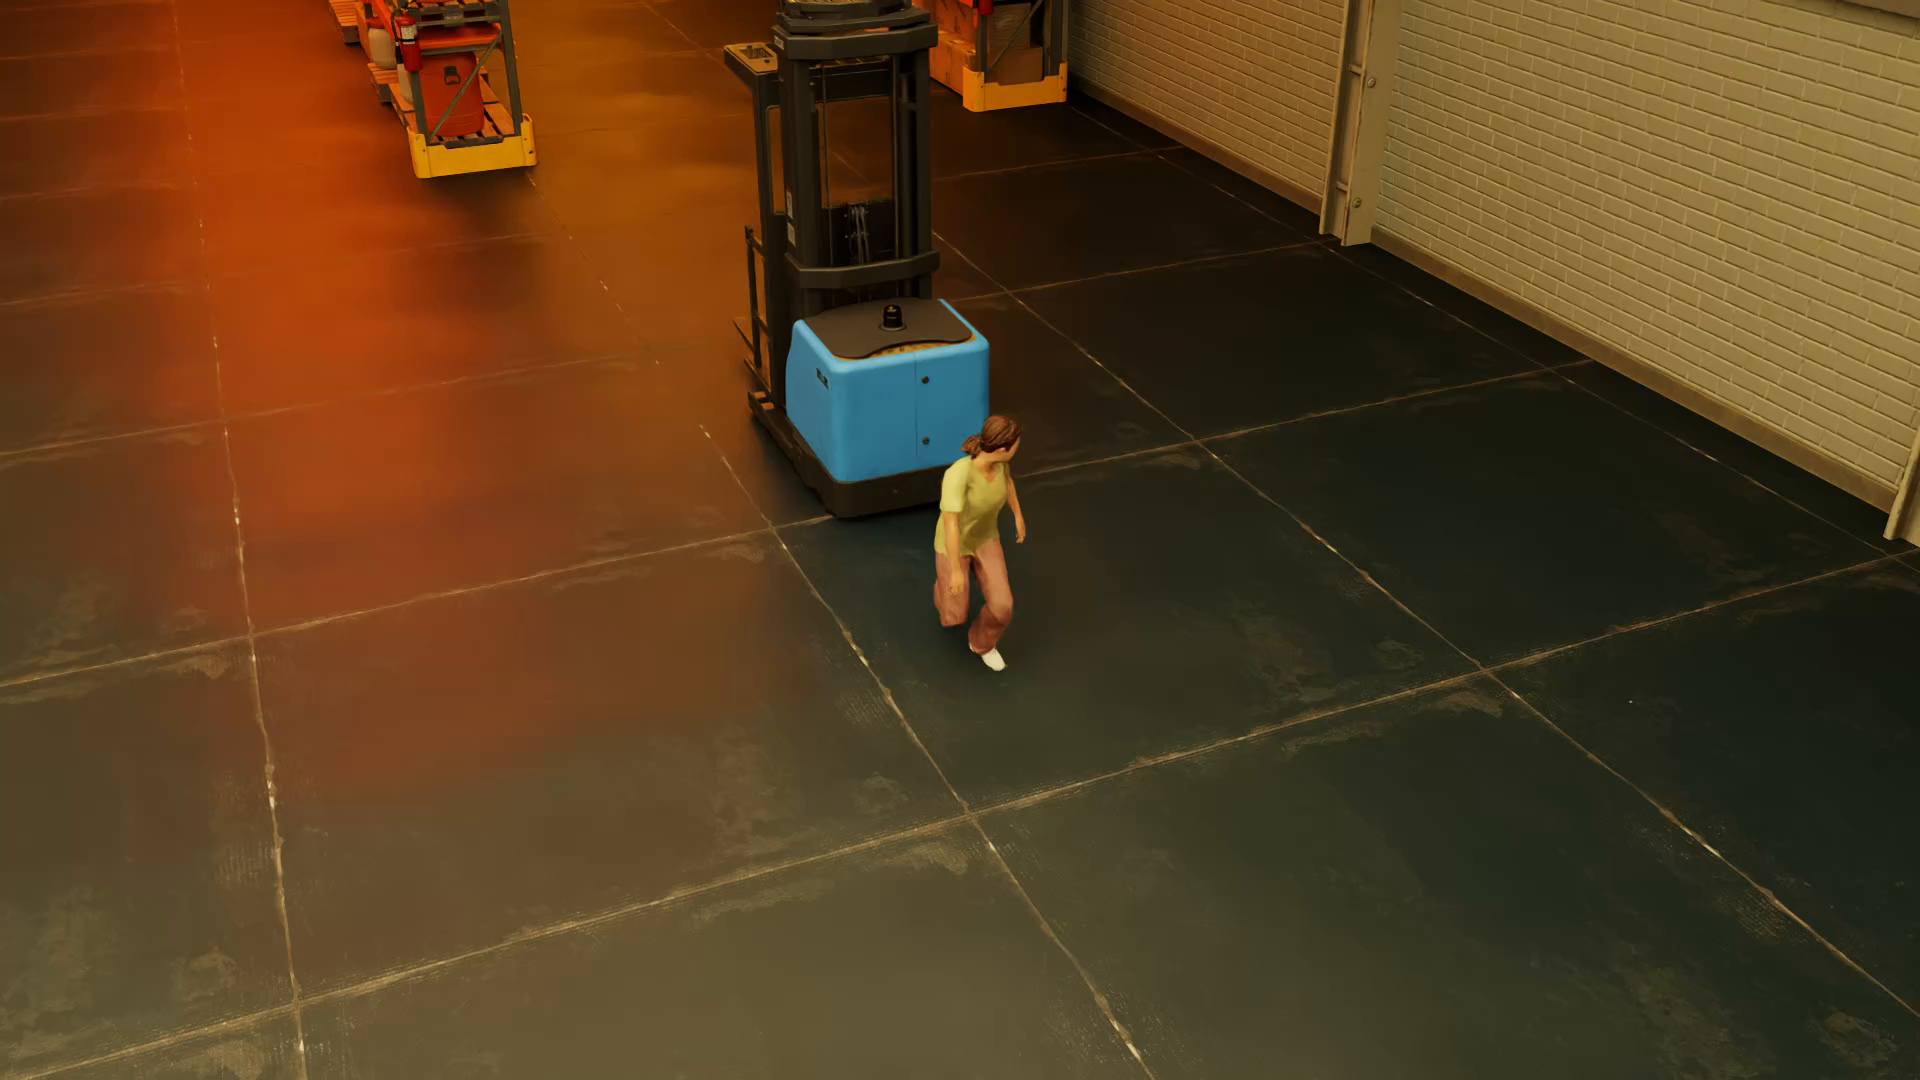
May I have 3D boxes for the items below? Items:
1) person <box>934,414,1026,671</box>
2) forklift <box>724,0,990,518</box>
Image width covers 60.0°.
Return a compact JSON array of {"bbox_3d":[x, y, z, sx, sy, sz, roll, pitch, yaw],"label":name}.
[{"bbox_3d":[0.093,-0.035,8.693,0.620,1.461,0.694,-15,33,-25],"label":"person"},{"bbox_3d":[-0.830,-2.123,10.833,1.130,2.935,3.031,-11,32,-19],"label":"forklift"}]
